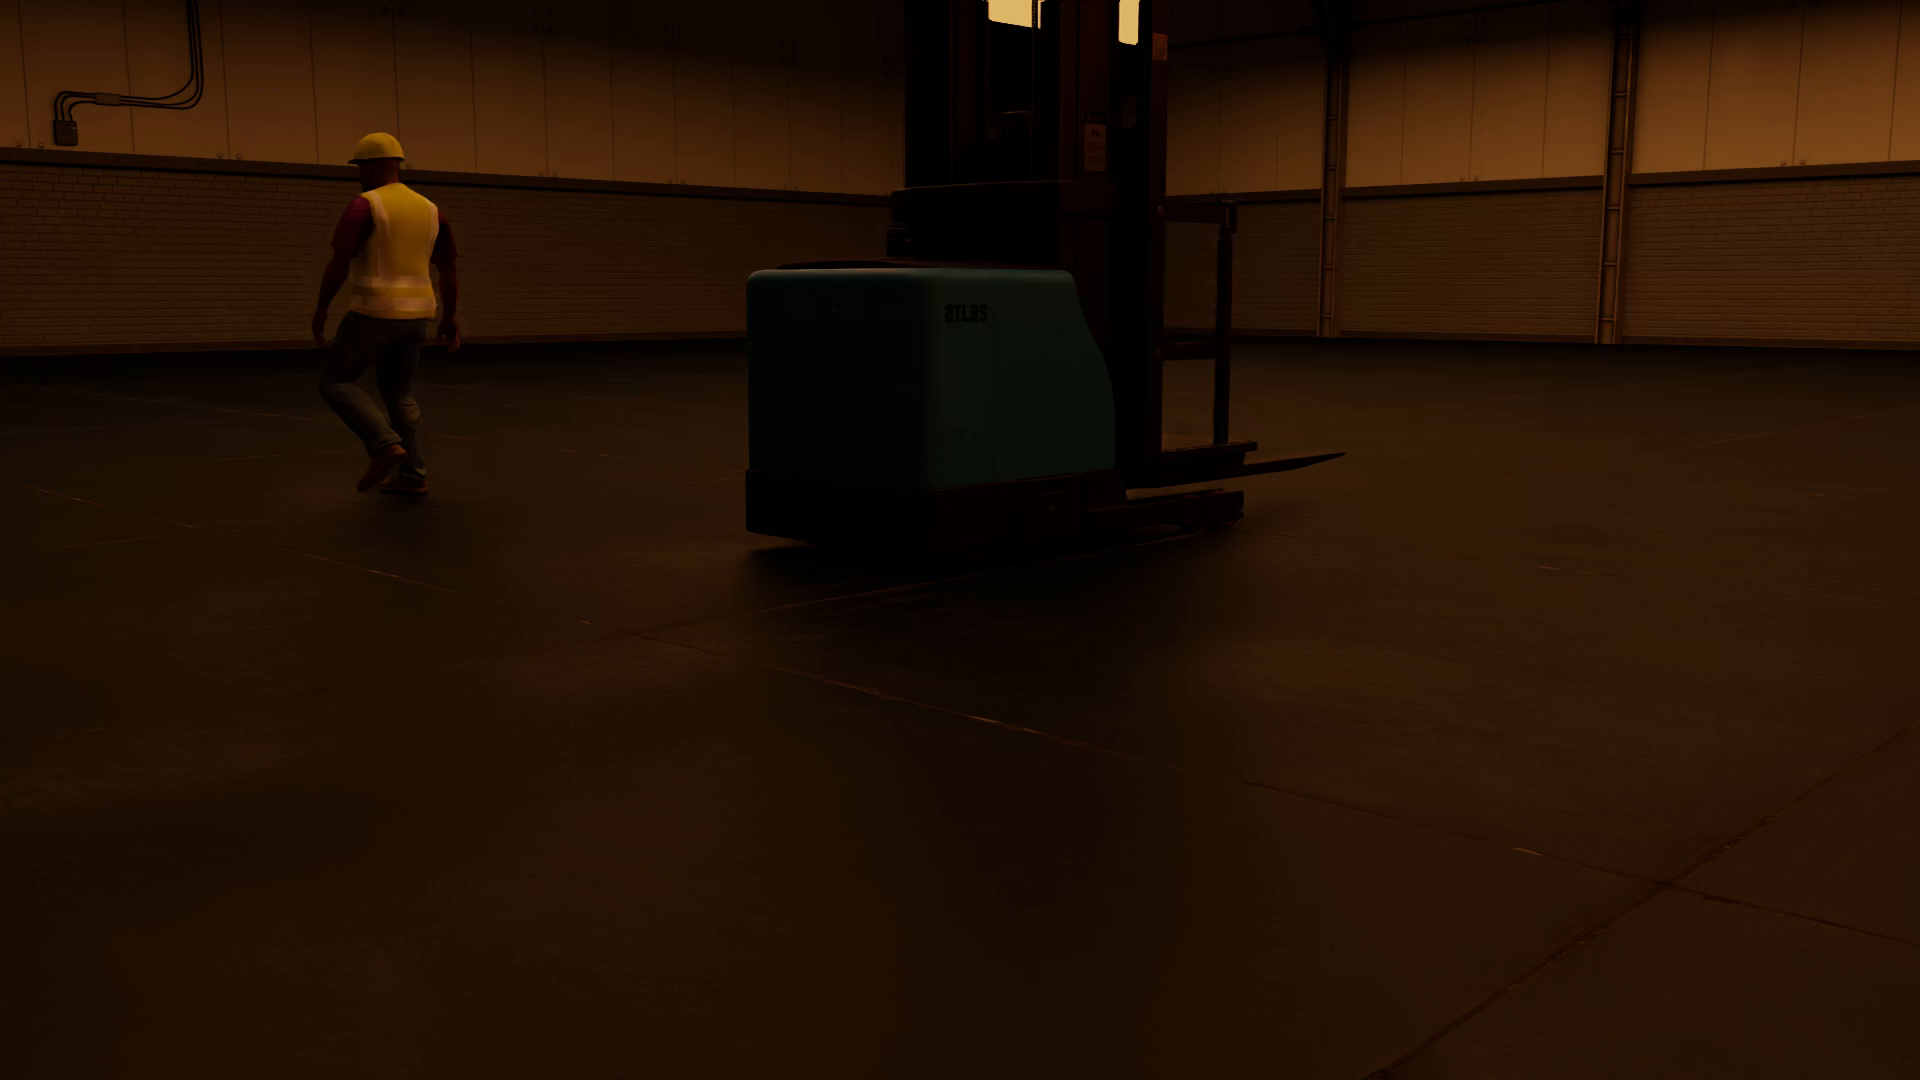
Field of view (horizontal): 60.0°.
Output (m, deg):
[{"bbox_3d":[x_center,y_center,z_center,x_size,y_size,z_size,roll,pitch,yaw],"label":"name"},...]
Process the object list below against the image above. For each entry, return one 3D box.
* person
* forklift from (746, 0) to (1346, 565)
[{"bbox_3d":[-2.818,-1.089,8.097,0.462,1.746,0.736,4,10,27],"label":"person"},{"bbox_3d":[0.562,-1.524,6.994,1.130,2.935,3.031,8,12,44],"label":"forklift"}]
